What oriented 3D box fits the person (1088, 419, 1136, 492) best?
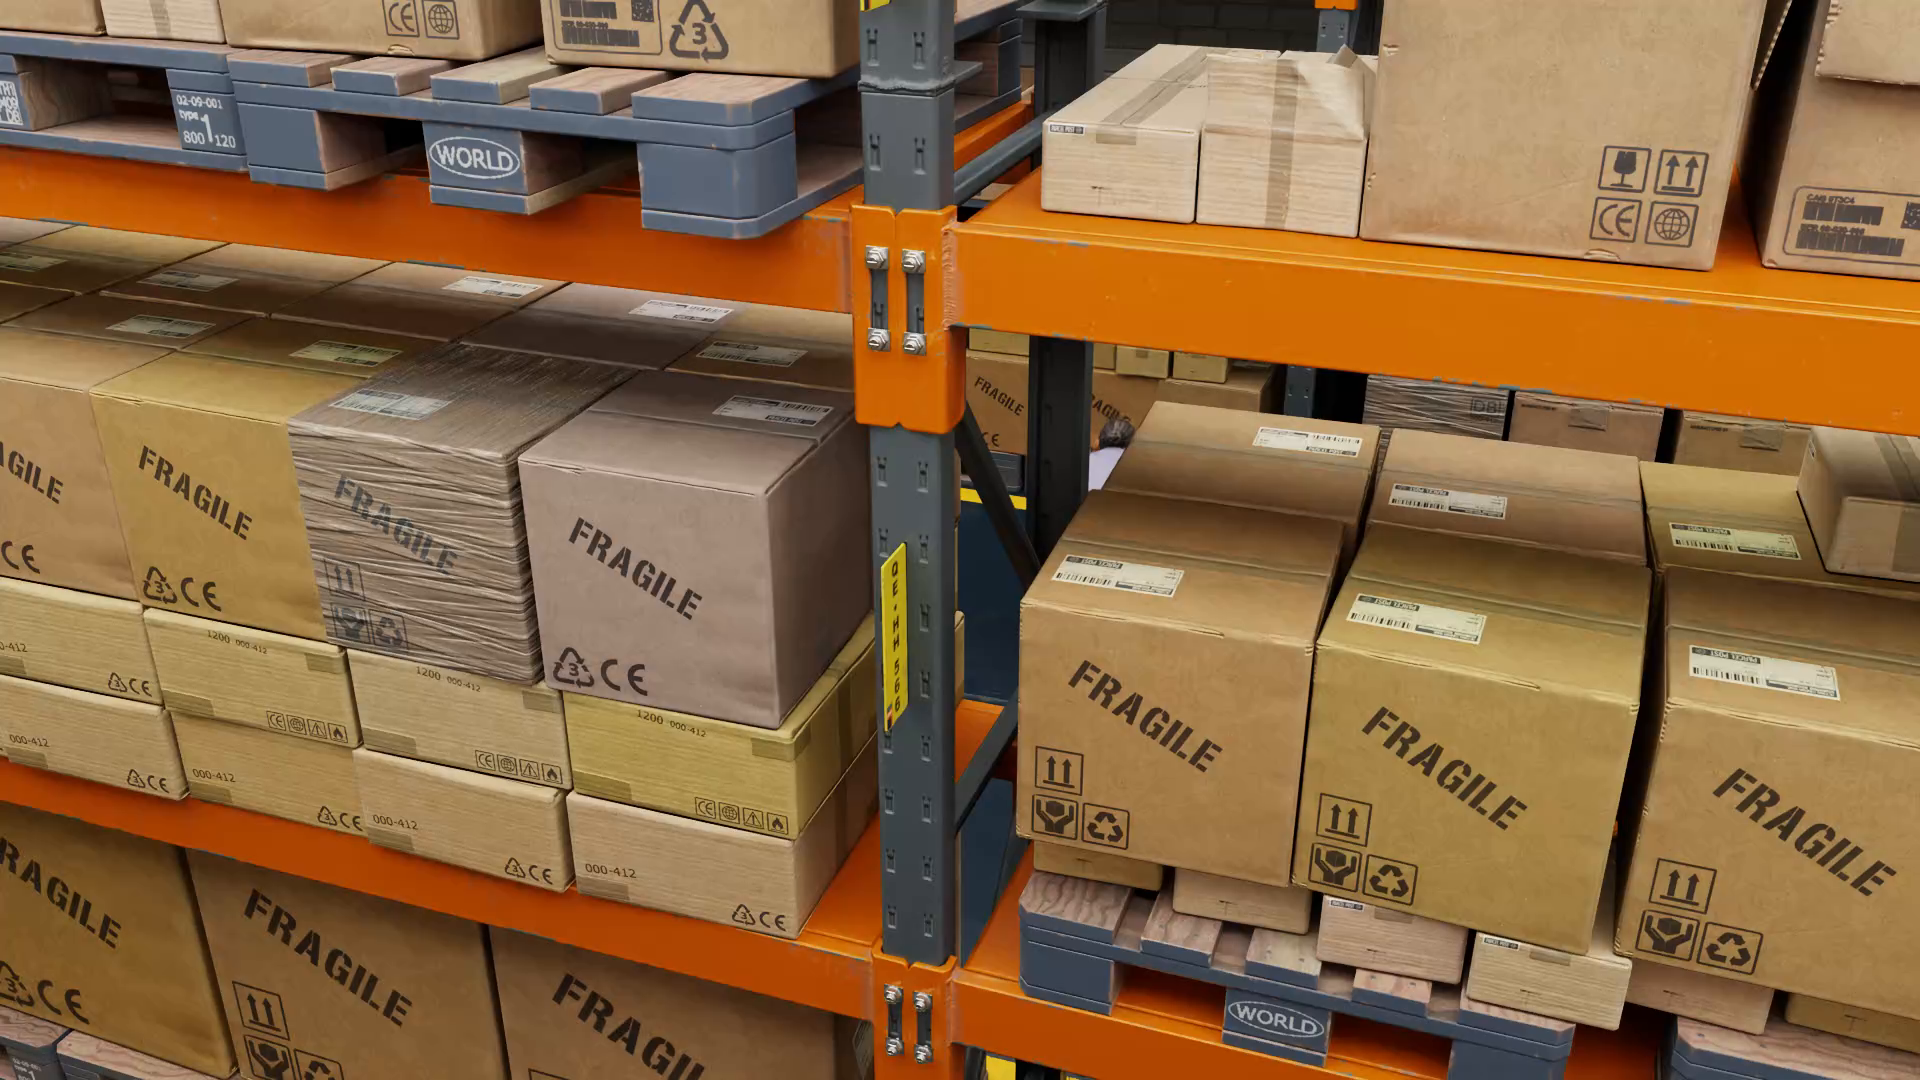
[{"bbox_3d":[0.610,0.035,6.921,0.526,0.902,0.822,9,27,17],"label":"person"}]
